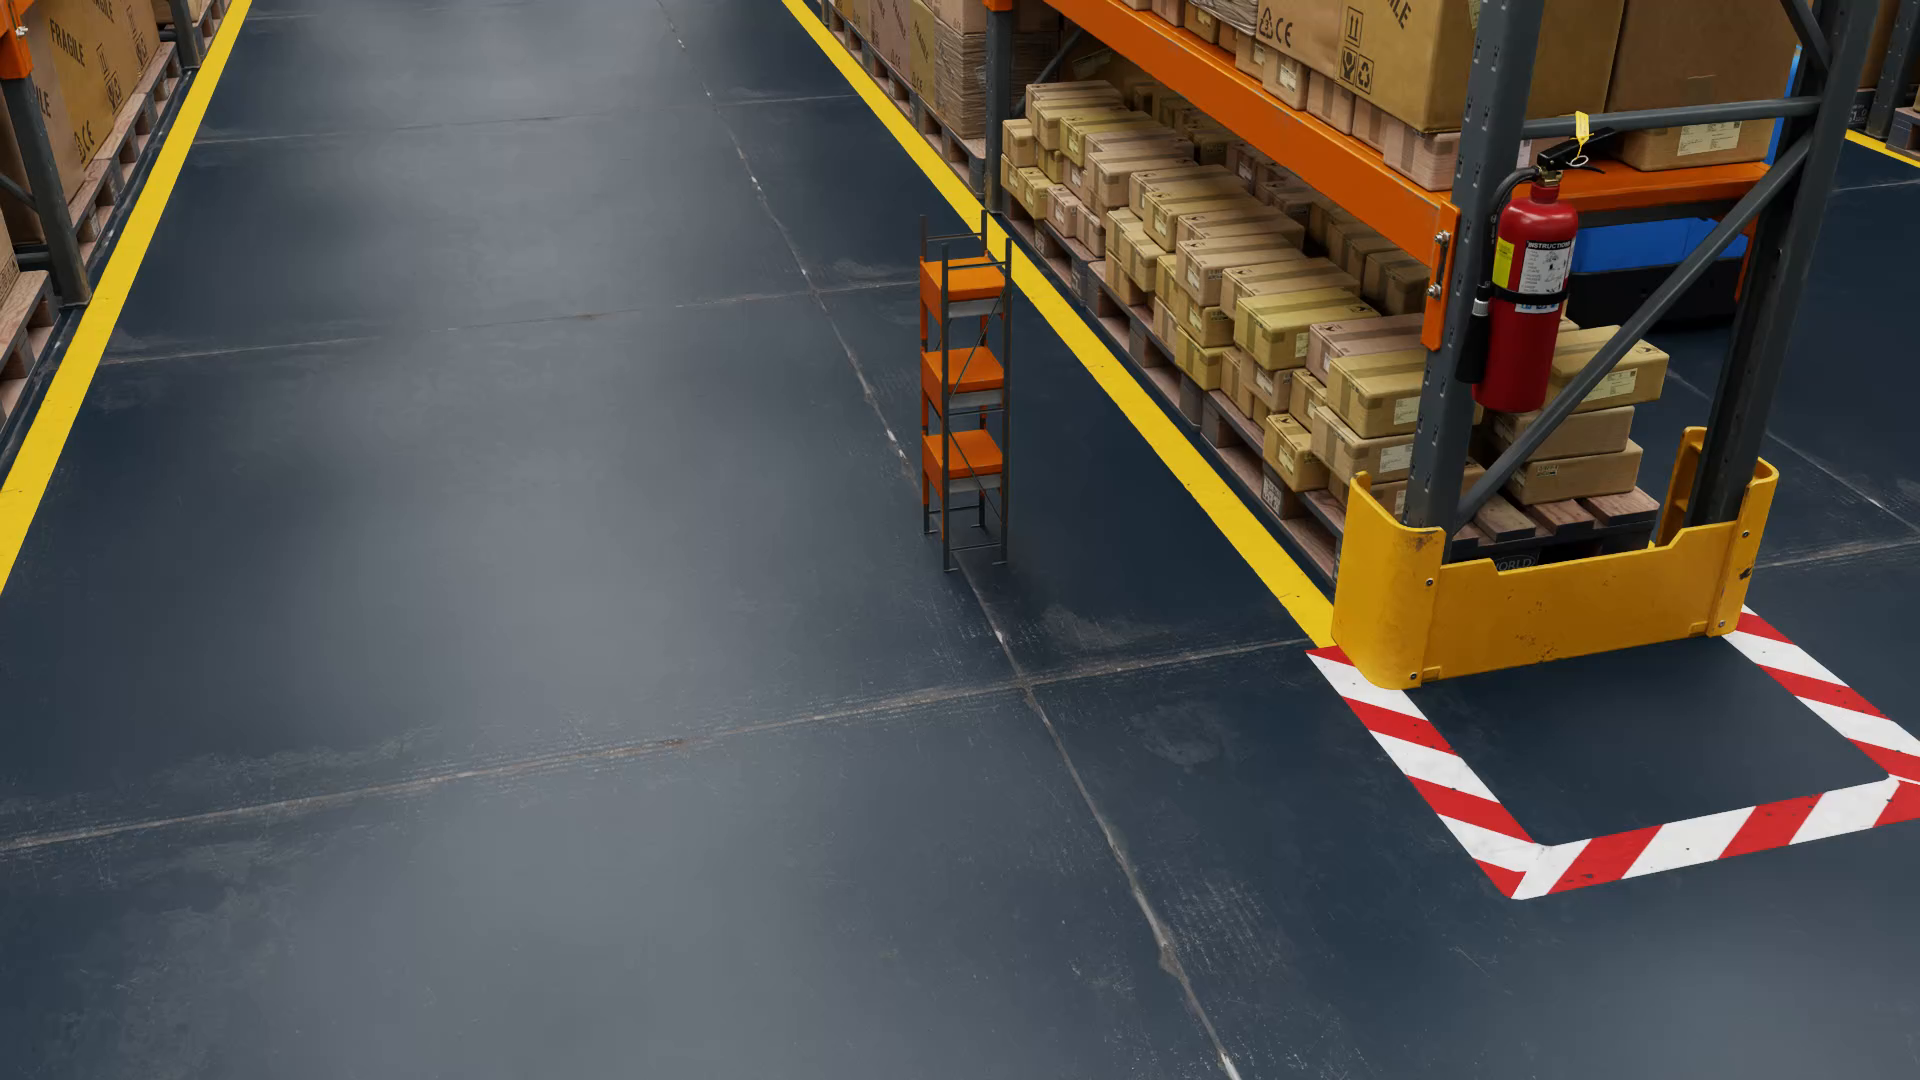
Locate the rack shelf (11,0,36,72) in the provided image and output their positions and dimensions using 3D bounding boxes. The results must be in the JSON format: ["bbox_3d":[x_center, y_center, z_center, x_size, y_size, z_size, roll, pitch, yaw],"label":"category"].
[{"bbox_3d":[-4.659,-2.884,7.956,1.077,0.370,4.000,-8,31,-13],"label":"rack shelf"}]

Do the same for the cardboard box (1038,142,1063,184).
[{"bbox_3d":[0.559,-1.685,7.297,0.380,0.149,0.250,-8,31,-13],"label":"cardboard box"}]

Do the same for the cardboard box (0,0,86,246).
[{"bbox_3d":[-4.370,-1.780,7.033,0.875,0.875,0.875,-7,31,-12],"label":"cardboard box"}]

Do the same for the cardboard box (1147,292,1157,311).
[{"bbox_3d":[0.931,-0.928,6.285,0.380,0.149,0.250,-7,31,-12],"label":"cardboard box"}]

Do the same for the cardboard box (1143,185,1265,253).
[{"bbox_3d":[0.899,-1.190,6.144,0.380,0.149,0.250,-8,31,-13],"label":"cardboard box"}]

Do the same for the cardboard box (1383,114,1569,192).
[{"bbox_3d":[1.320,-1.016,4.261,0.380,0.149,0.250,-8,31,-13],"label":"cardboard box"}]

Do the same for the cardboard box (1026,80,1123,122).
[{"bbox_3d":[0.509,-1.948,7.454,0.380,0.149,0.250,-7,31,-11],"label":"cardboard box"}]

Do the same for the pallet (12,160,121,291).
[{"bbox_3d":[-4.406,-1.385,7.432,1.003,0.211,1.213,-8,31,-13],"label":"pallet"}]

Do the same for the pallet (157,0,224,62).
[{"bbox_3d":[-5.396,-3.332,10.796,1.003,0.211,1.213,-8,31,-13],"label":"pallet"}]

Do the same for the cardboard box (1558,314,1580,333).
[{"bbox_3d":[1.678,-0.625,5.169,0.380,0.149,0.250,-7,31,-12],"label":"cardboard box"}]

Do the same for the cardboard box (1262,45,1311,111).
[{"bbox_3d":[1.119,-1.380,4.890,0.380,0.149,0.250,-7,31,-12],"label":"cardboard box"}]

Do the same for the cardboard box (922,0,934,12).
[{"bbox_3d":[0.052,-2.937,8.657,0.500,0.250,0.500,-6,31,-11],"label":"cardboard box"}]

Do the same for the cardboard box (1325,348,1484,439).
[{"bbox_3d":[1.294,-0.432,4.834,0.380,0.149,0.250,-7,31,-13],"label":"cardboard box"}]

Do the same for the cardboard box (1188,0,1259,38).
[{"bbox_3d":[1.036,-1.852,5.059,0.500,0.500,0.500,-8,31,-13],"label":"cardboard box"}]

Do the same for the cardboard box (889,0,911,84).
[{"bbox_3d":[-0.090,-2.856,9.267,0.500,0.500,0.500,-9,31,-14],"label":"cardboard box"}]

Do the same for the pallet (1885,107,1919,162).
[{"bbox_3d":[5.553,-1.962,8.430,1.003,0.211,1.213,-8,31,-13],"label":"pallet"}]

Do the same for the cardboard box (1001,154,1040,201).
[{"bbox_3d":[0.404,-1.666,7.560,0.380,0.149,0.250,-9,31,-15],"label":"cardboard box"}]

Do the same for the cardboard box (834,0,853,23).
[{"bbox_3d":[-0.502,-3.593,10.539,0.500,0.500,0.500,-9,31,-15],"label":"cardboard box"}]

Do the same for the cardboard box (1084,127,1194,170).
[{"bbox_3d":[0.731,-1.568,6.798,0.380,0.149,0.250,-9,31,-15],"label":"cardboard box"}]

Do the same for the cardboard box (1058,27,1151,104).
[{"bbox_3d":[0.677,-2.428,8.527,0.500,0.500,0.500,-7,31,-11],"label":"cardboard box"}]

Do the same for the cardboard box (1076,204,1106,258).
[{"bbox_3d":[0.707,-1.308,6.942,0.380,0.149,0.250,-8,31,-14],"label":"cardboard box"}]

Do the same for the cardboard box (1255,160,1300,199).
[{"bbox_3d":[1.380,-1.384,6.480,0.380,0.149,0.250,-9,31,-15],"label":"cardboard box"}]

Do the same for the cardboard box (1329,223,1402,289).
[{"bbox_3d":[1.525,-1.008,5.830,0.380,0.149,0.250,-7,31,-11],"label":"cardboard box"}]

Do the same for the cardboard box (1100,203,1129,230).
[{"bbox_3d":[0.777,-1.305,6.641,0.380,0.149,0.250,-6,31,-11],"label":"cardboard box"}]

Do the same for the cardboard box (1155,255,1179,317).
[{"bbox_3d":[0.924,-0.923,5.981,0.380,0.149,0.250,-6,31,-11],"label":"cardboard box"}]

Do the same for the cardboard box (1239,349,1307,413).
[{"bbox_3d":[1.124,-0.549,5.333,0.380,0.149,0.250,-9,31,-15],"label":"cardboard box"}]

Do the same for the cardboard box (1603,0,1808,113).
[{"bbox_3d":[1.826,-1.430,4.329,0.500,0.500,0.500,-6,31,-11],"label":"cardboard box"}]

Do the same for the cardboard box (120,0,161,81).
[{"bbox_3d":[-5.087,-3.079,9.277,0.875,0.875,0.875,-8,31,-14],"label":"cardboard box"}]

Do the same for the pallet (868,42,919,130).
[{"bbox_3d":[0.082,-2.696,9.696,1.003,0.211,1.213,-8,31,-13],"label":"pallet"}]

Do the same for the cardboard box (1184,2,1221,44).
[{"bbox_3d":[0.977,-1.775,5.574,0.380,0.149,0.250,-7,31,-12],"label":"cardboard box"}]

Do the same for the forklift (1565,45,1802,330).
[{"bbox_3d":[2.439,-2.810,7.179,1.130,2.935,3.031,-7,31,-13],"label":"forklift"}]

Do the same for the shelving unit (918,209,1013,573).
[{"bbox_3d":[0.014,-0.429,4.942,0.215,1.050,0.252,-8,31,-13],"label":"shelving unit"}]

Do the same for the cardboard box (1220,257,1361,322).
[{"bbox_3d":[1.084,-0.802,5.475,0.380,0.149,0.250,-9,31,-15],"label":"cardboard box"}]

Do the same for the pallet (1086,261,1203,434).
[{"bbox_3d":[1.157,-0.819,6.455,1.003,0.211,1.213,-8,31,-13],"label":"pallet"}]

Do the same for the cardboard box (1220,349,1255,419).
[{"bbox_3d":[1.107,-0.546,5.626,0.380,0.149,0.250,-8,31,-13],"label":"cardboard box"}]

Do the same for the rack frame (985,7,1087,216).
[{"bbox_3d":[0.617,-2.936,7.329,1.000,3.000,0.127,-8,31,-13],"label":"rack frame"}]

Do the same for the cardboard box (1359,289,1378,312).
[{"bbox_3d":[1.494,-0.868,5.886,0.380,0.149,0.250,-9,31,-16],"label":"cardboard box"}]

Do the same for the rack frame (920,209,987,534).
[{"bbox_3d":[-0.018,-0.487,5.044,0.200,1.050,0.008,-8,31,-13],"label":"rack frame"}]

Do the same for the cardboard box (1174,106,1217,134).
[{"bbox_3d":[1.142,-1.767,7.141,0.380,0.149,0.250,-8,31,-14],"label":"cardboard box"}]

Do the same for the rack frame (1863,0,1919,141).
[{"bbox_3d":[5.426,-3.547,8.384,1.000,3.000,0.127,-8,31,-13],"label":"rack frame"}]

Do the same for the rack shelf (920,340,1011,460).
[{"bbox_3d":[0.014,-0.419,4.948,0.215,0.259,0.240,-8,31,-13],"label":"rack shelf"}]

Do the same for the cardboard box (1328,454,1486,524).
[{"bbox_3d":[1.338,-0.179,4.991,0.380,0.149,0.250,-7,31,-12],"label":"cardboard box"}]

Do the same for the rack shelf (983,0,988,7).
[{"bbox_3d":[0.087,-3.591,9.178,1.077,0.370,4.000,-8,31,-13],"label":"rack shelf"}]
